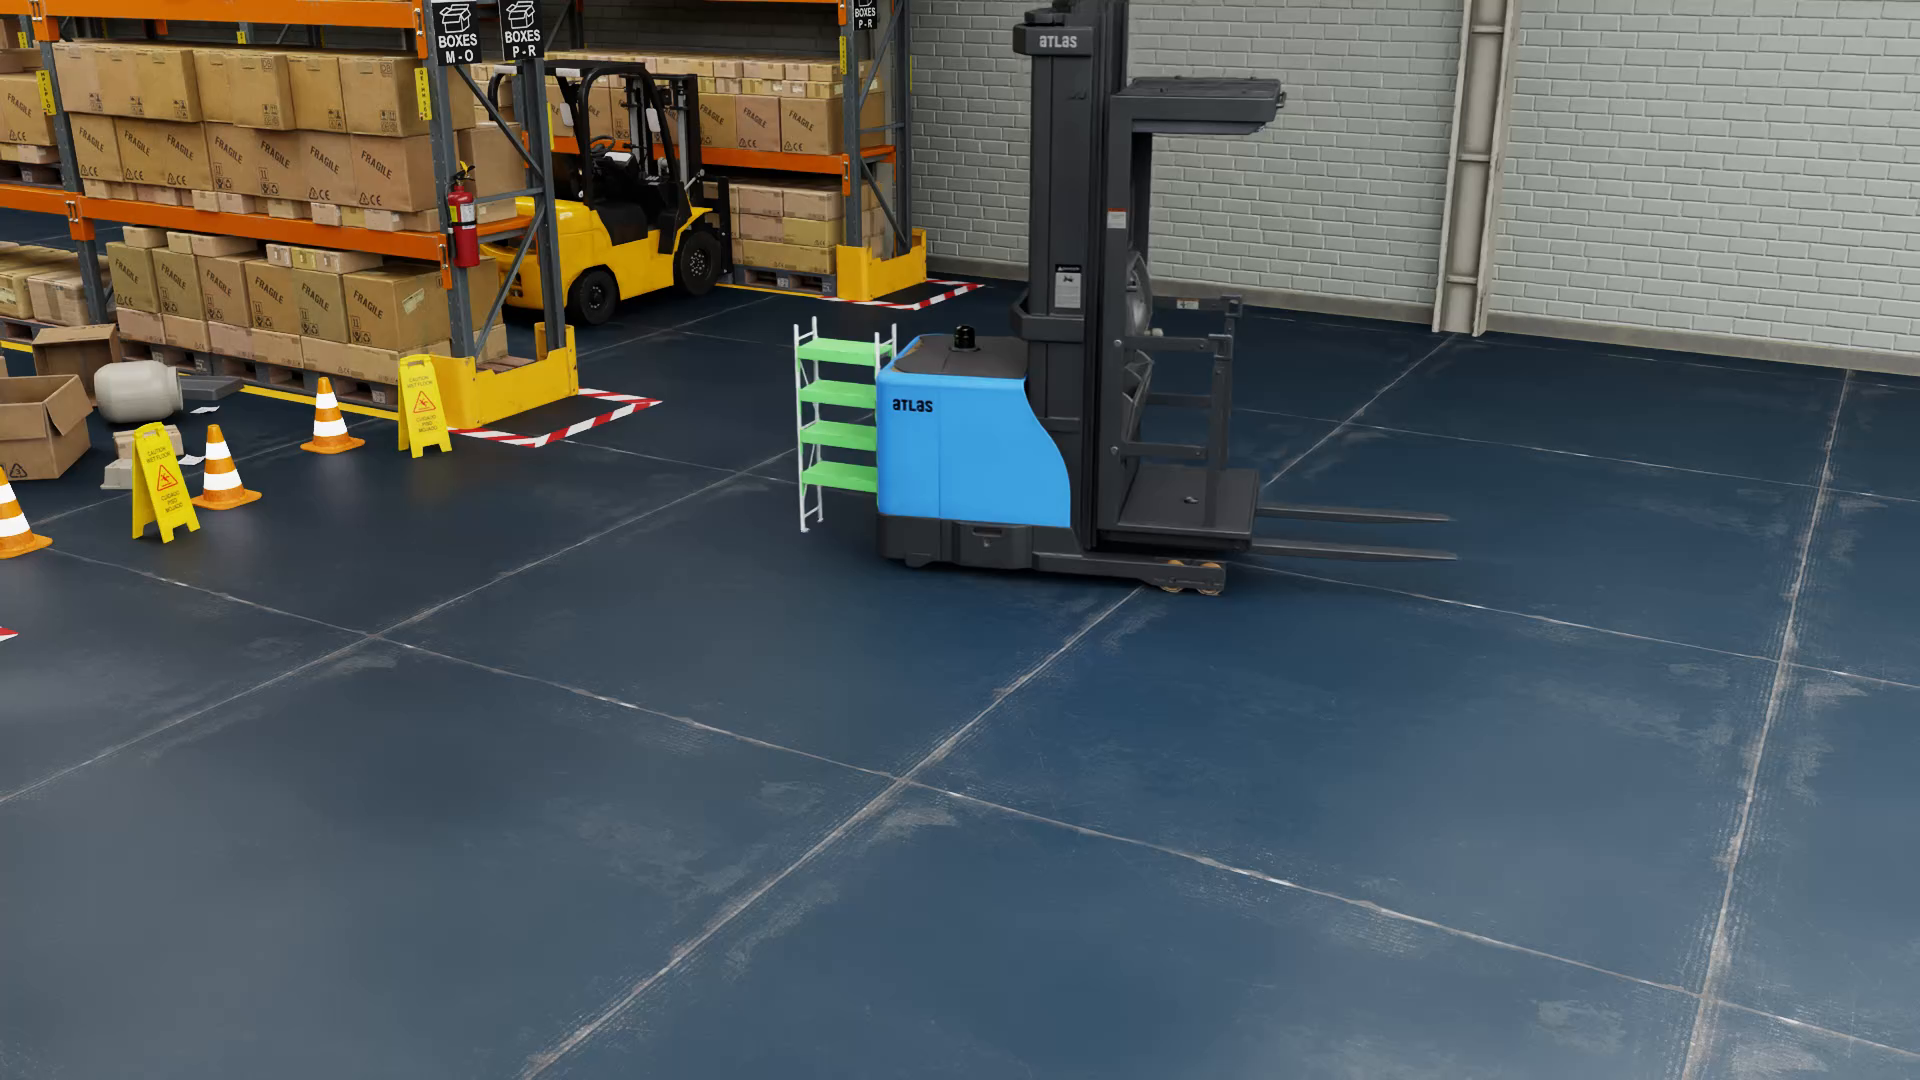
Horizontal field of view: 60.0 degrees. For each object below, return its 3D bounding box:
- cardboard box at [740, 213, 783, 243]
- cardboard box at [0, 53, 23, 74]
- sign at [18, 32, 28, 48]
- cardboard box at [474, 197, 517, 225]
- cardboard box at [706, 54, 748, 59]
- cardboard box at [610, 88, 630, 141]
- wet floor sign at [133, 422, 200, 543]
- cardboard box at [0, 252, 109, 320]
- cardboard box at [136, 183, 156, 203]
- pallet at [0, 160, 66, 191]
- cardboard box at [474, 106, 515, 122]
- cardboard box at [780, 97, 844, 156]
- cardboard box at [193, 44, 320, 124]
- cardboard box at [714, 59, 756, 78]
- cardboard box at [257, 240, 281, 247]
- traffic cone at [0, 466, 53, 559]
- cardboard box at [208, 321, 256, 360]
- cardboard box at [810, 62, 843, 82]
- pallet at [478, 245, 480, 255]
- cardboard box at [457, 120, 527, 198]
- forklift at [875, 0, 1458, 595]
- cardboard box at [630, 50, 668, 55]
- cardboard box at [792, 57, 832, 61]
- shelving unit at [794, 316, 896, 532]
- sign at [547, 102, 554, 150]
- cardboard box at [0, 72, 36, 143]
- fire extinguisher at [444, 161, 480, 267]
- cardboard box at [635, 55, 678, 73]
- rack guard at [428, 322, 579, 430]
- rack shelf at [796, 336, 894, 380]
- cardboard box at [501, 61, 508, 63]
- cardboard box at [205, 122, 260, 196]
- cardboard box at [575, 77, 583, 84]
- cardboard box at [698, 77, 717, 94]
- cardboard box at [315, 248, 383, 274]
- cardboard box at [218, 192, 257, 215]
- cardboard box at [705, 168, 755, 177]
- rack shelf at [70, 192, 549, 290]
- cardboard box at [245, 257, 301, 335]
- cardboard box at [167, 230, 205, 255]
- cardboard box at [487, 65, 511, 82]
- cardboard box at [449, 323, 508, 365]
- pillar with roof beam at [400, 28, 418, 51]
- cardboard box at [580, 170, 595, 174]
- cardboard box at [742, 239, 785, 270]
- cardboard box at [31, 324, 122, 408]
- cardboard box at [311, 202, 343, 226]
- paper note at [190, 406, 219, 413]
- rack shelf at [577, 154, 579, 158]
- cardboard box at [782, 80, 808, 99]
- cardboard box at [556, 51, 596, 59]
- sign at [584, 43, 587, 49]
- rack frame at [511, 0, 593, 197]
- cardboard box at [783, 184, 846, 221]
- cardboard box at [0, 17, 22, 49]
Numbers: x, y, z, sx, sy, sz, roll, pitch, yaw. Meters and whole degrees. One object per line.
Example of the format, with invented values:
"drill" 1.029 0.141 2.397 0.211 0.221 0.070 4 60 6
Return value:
"cardboard box" -1.774 -3.045 16.045 0.500 0.250 0.500 11 22 27
"cardboard box" -7.795 -3.827 13.367 0.250 0.149 0.380 10 22 26
"sign" -11.499 -6.071 20.432 0.005 0.325 0.100 11 23 27
"cardboard box" -3.378 -2.353 11.820 0.250 0.149 0.380 11 23 28
"cardboard box" -2.290 -4.708 16.411 0.250 0.149 0.380 11 23 28
"cardboard box" -3.091 -4.226 16.470 0.500 0.500 0.500 11 22 27
"wet floor sign" -4.517 -0.340 9.356 0.232 0.644 0.267 7 21 18
"cardboard box" -7.762 -2.185 14.227 0.625 0.372 0.950 12 23 31
"cardboard box" -6.063 -2.690 12.751 0.250 0.149 0.380 11 23 27
"pallet" -7.270 -3.098 13.788 1.213 0.211 1.003 11 23 27
"cardboard box" -4.824 -4.432 17.403 0.500 0.250 0.500 11 23 29
"cardboard box" -1.322 -3.882 15.520 0.500 0.500 0.500 10 22 26
"cardboard box" -5.036 -3.294 11.999 0.500 0.500 0.700 11 22 27
"cardboard box" -2.115 -4.461 15.729 0.250 0.149 0.380 11 23 29
"cardboard box" -5.136 -2.088 13.039 0.500 0.500 0.500 12 23 30
"traffic cone" -5.279 -0.181 9.185 0.334 0.463 0.336 11 23 27
"cardboard box" -5.355 -1.571 12.714 0.500 0.250 0.500 10 22 27
"cardboard box" -1.180 -4.319 15.340 0.250 0.149 0.380 11 23 27
"pallet" -4.919 -3.296 18.142 1.213 0.211 1.003 11 23 27
"cardboard box" -3.460 -2.701 11.829 0.500 0.500 0.500 10 22 26
"forklift" 1.118 -1.290 8.623 3.031 2.935 1.130 4 20 11
"cardboard box" -3.145 -4.908 16.961 0.250 0.149 0.380 10 22 26
"cardboard box" -1.403 -4.535 15.935 0.250 0.149 0.380 11 23 28
"shelving unit" -0.629 -0.615 9.301 0.503 1.200 0.258 8 21 21
"sign" -2.917 -2.921 11.750 0.005 0.325 0.100 11 23 27
"cardboard box" -7.623 -3.493 13.396 0.500 0.500 0.500 11 23 28
"fire extinguisher" -3.307 -2.160 11.034 0.183 0.674 0.296 11 23 27
"cardboard box" -2.960 -4.656 16.267 0.250 0.149 0.380 11 23 27
"rack guard" -3.248 -1.190 11.913 0.348 0.500 1.175 11 23 27
"rack shelf" -0.629 -1.006 9.159 0.480 0.148 0.258 8 21 21
"cardboard box" -4.667 -5.031 17.737 0.250 0.149 0.380 10 22 26
"cardboard box" -5.093 -2.806 12.120 0.500 0.500 0.500 11 23 28
"cardboard box" -3.639 -4.639 16.657 0.250 0.149 0.380 11 23 27
"cardboard box" -2.336 -4.363 15.897 0.250 0.149 0.380 11 23 28
"cardboard box" -4.362 -2.012 11.877 0.250 0.149 0.380 12 23 29
"cardboard box" -5.210 -2.503 12.234 0.250 0.149 0.380 11 23 27
"cardboard box" -2.405 -3.598 16.834 0.500 0.250 0.500 10 22 26
"rack shelf" -4.928 -2.347 12.491 4.000 0.370 1.077 11 23 27
"cardboard box" -4.903 -1.837 12.348 0.500 0.500 0.500 10 22 26
"cardboard box" -5.761 -2.278 12.612 0.250 0.149 0.380 12 23 29
"cardboard box" -4.663 -4.839 17.208 0.250 0.149 0.380 12 23 29
"cardboard box" -3.751 -1.474 12.446 0.500 0.250 0.500 11 22 27
"pillar with roof beam" -8.270 -6.751 14.781 0.400 9.000 9.100 11 23 27
"cardboard box" -3.546 -3.609 16.866 0.500 0.250 0.500 11 23 27
"cardboard box" -1.758 -2.805 16.116 0.500 0.250 0.500 11 23 27
"cardboard box" -6.402 -1.261 12.104 0.500 0.500 0.500 -7 21 -20
"cardboard box" -4.341 -2.325 11.744 0.250 0.149 0.380 11 23 28
"paper note" -5.403 -0.937 11.903 0.148 0.019 0.142 3 20 9
"rack shelf" -6.003 -4.491 18.401 4.000 0.370 1.077 11 23 27
"cardboard box" -1.441 -4.191 15.421 0.250 0.149 0.380 11 23 28
"cardboard box" -3.842 -4.835 16.762 0.250 0.149 0.380 11 23 28
"sign" -3.987 -5.106 17.656 0.005 0.325 0.100 11 23 27
"rack frame" -4.257 -4.496 17.361 0.127 3.000 1.000 11 23 27
"cardboard box" -1.319 -3.189 15.709 0.500 0.250 0.500 12 23 29
"cardboard box" -12.411 -6.575 21.777 0.500 0.500 0.500 10 22 26
